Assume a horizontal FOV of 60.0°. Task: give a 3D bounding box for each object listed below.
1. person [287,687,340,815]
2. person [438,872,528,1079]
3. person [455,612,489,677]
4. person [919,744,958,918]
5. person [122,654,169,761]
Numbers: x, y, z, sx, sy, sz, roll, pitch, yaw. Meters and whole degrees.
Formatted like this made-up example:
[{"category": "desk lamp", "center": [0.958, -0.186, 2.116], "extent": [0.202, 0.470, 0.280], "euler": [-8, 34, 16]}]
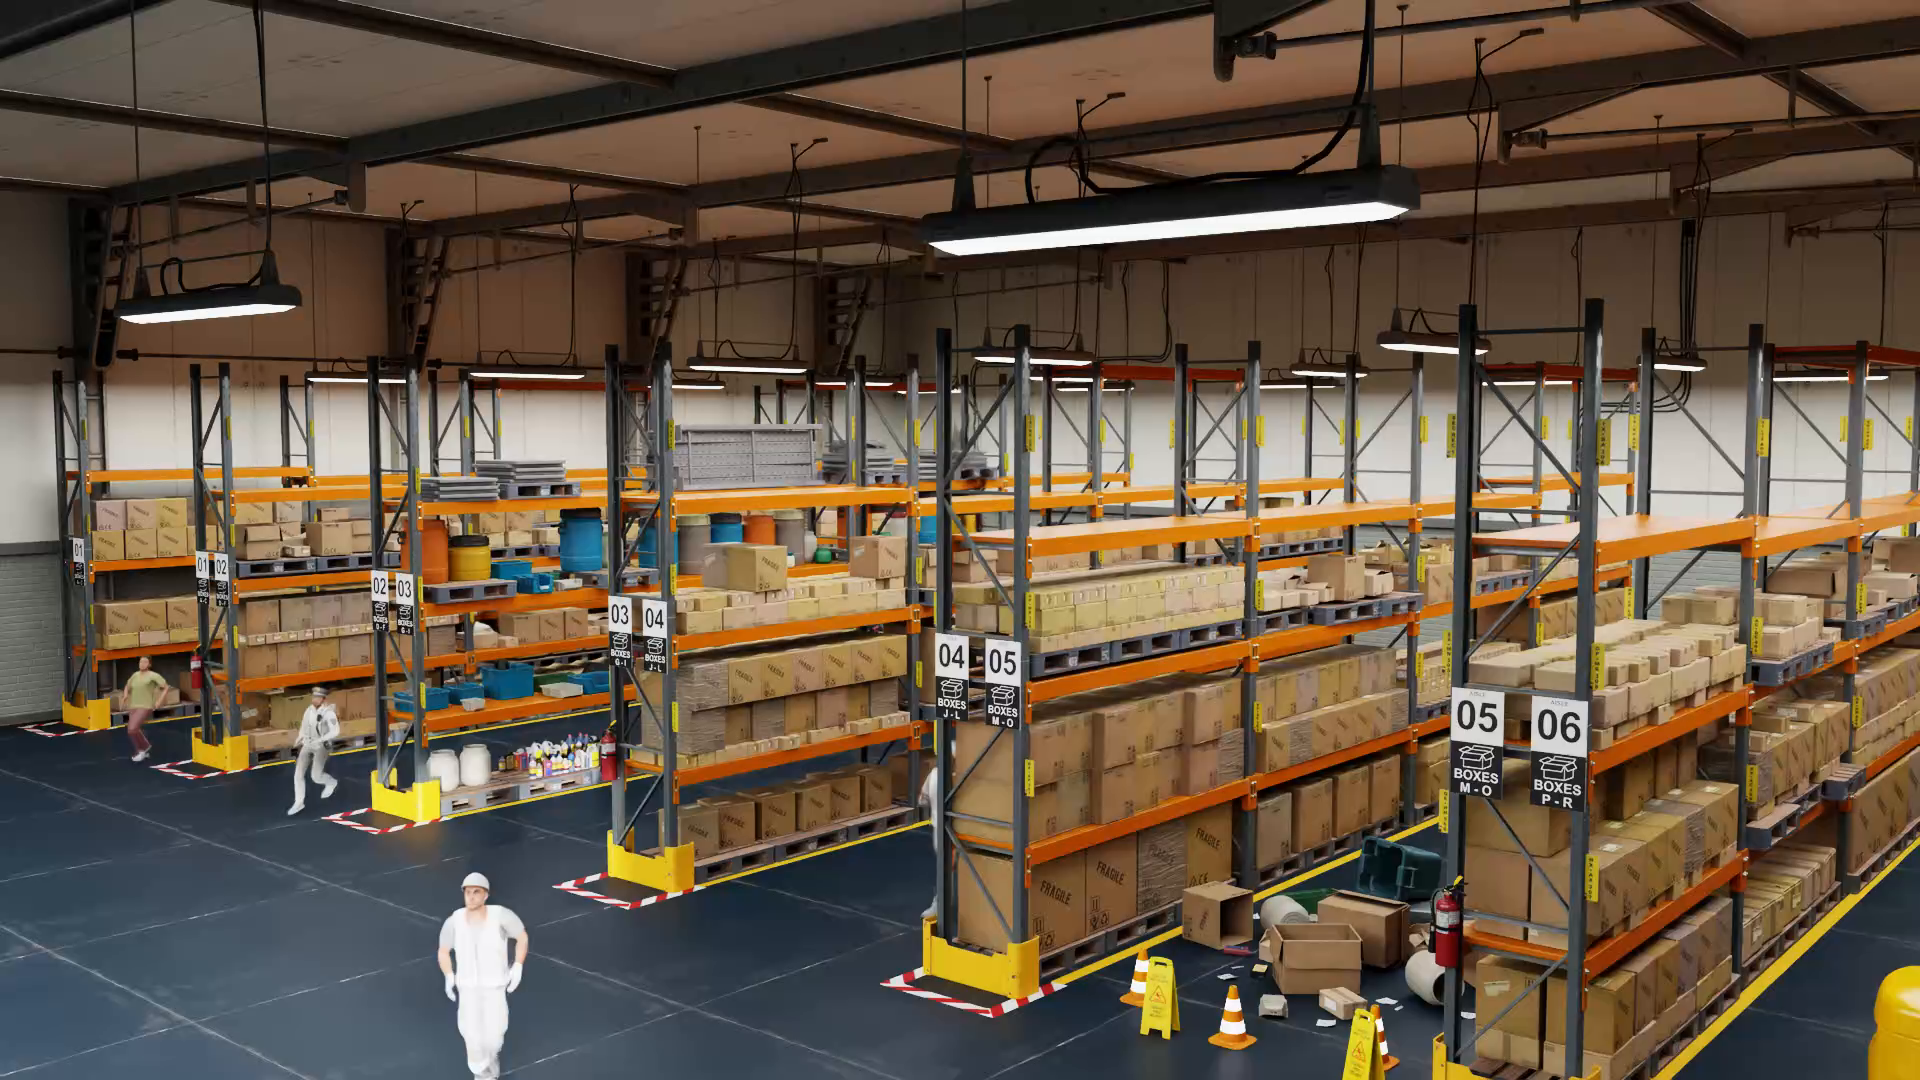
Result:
[{"category": "person", "center": [-8.513, 2.760, 22.059], "extent": [0.657, 1.666, 0.785], "euler": [1, 4, 17]}, {"category": "person", "center": [-3.638, 3.387, 12.599], "extent": [0.638, 1.745, 0.544], "euler": [-1, 4, -7]}, {"category": "person", "center": [-8.856, 2.119, 30.074], "extent": [0.673, 1.812, 0.706], "euler": [4, 5, 41]}, {"category": "person", "center": [-0.098, 2.989, 17.396], "extent": [0.685, 1.765, 0.984], "euler": [3, 5, 37]}, {"category": "person", "center": [-12.325, 2.537, 25.056], "extent": [0.649, 1.632, 0.565], "euler": [1, 4, 14]}]
